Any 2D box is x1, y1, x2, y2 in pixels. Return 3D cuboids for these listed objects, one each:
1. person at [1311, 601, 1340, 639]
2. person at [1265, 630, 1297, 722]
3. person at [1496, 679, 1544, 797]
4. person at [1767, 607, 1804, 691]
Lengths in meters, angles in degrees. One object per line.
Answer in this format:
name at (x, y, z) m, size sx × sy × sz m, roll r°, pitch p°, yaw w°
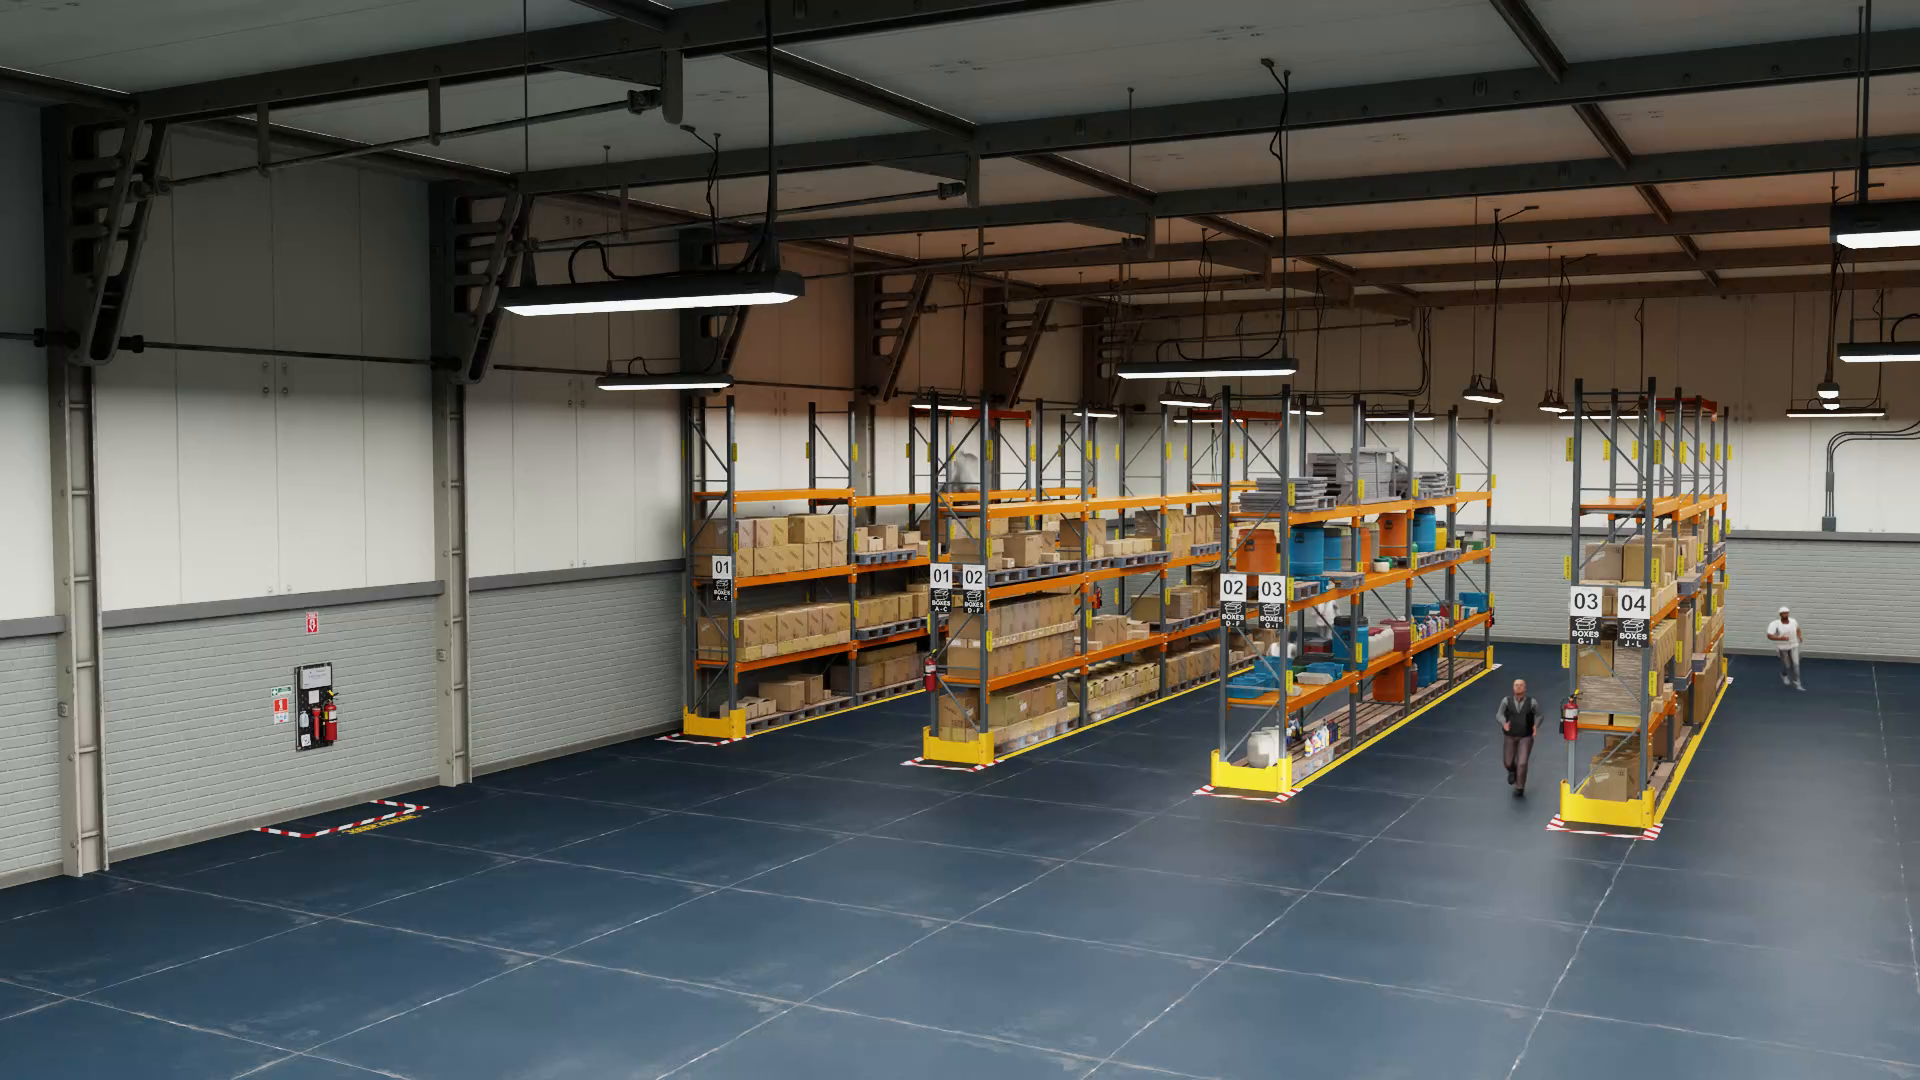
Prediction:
person at (8.646, 2.030, 39.403) m, size 0.667 × 1.785 × 0.956 m, roll 1°, pitch 3°, yaw 22°
person at (5.978, 2.514, 30.878) m, size 0.685 × 1.736 × 0.597 m, roll 2°, pitch 3°, yaw 27°
person at (8.201, 2.881, 24.370) m, size 0.665 × 1.676 × 0.719 m, roll 1°, pitch 3°, yaw 23°
person at (17.494, 2.292, 35.283) m, size 0.729 × 1.763 × 0.897 m, roll 0°, pitch 3°, yaw 5°
